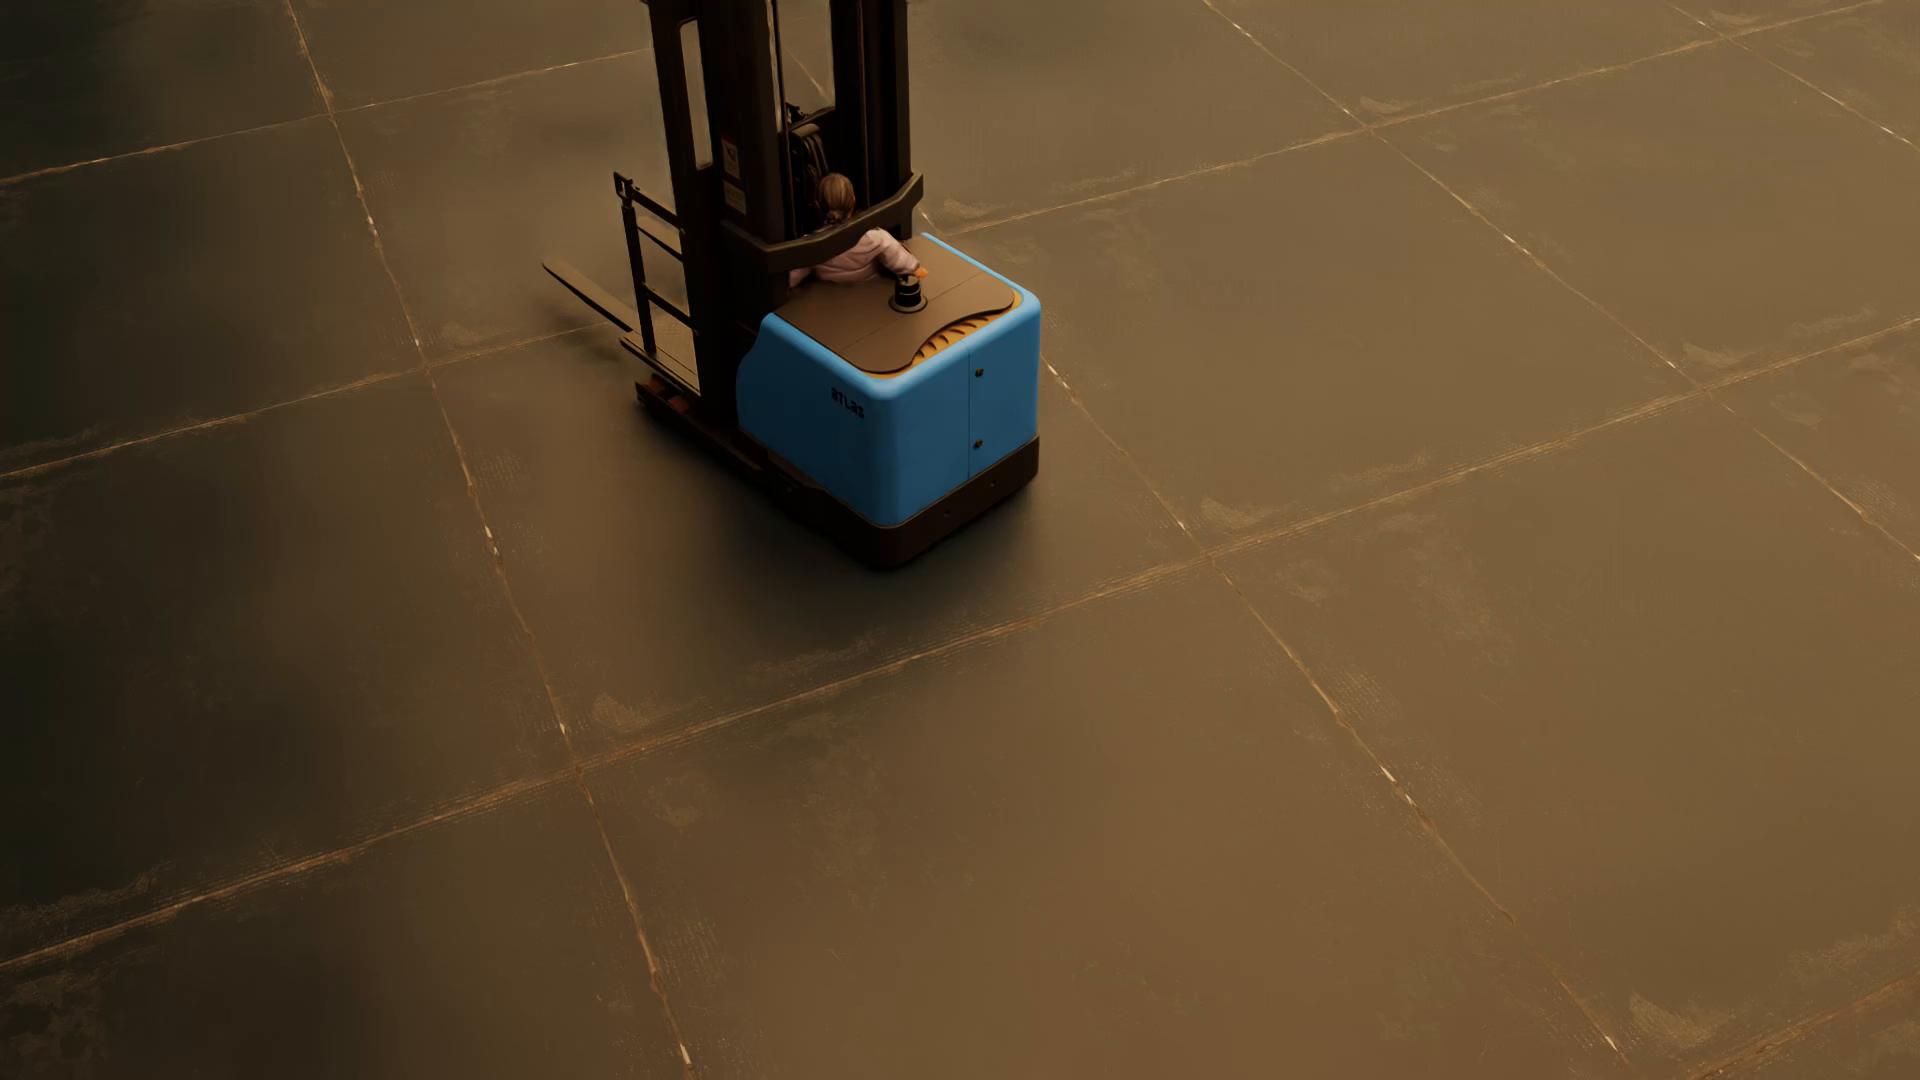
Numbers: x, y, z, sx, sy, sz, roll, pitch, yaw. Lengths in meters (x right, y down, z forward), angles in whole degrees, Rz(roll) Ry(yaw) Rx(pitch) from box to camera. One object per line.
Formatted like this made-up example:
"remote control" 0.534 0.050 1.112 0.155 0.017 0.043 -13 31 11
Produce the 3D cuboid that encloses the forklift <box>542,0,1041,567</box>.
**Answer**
"forklift" -1.007 -1.856 7.669 1.130 2.935 3.031 -34 52 -31

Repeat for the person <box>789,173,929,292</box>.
"person" -0.516 -1.174 7.905 0.847 1.510 0.837 0 43 0
